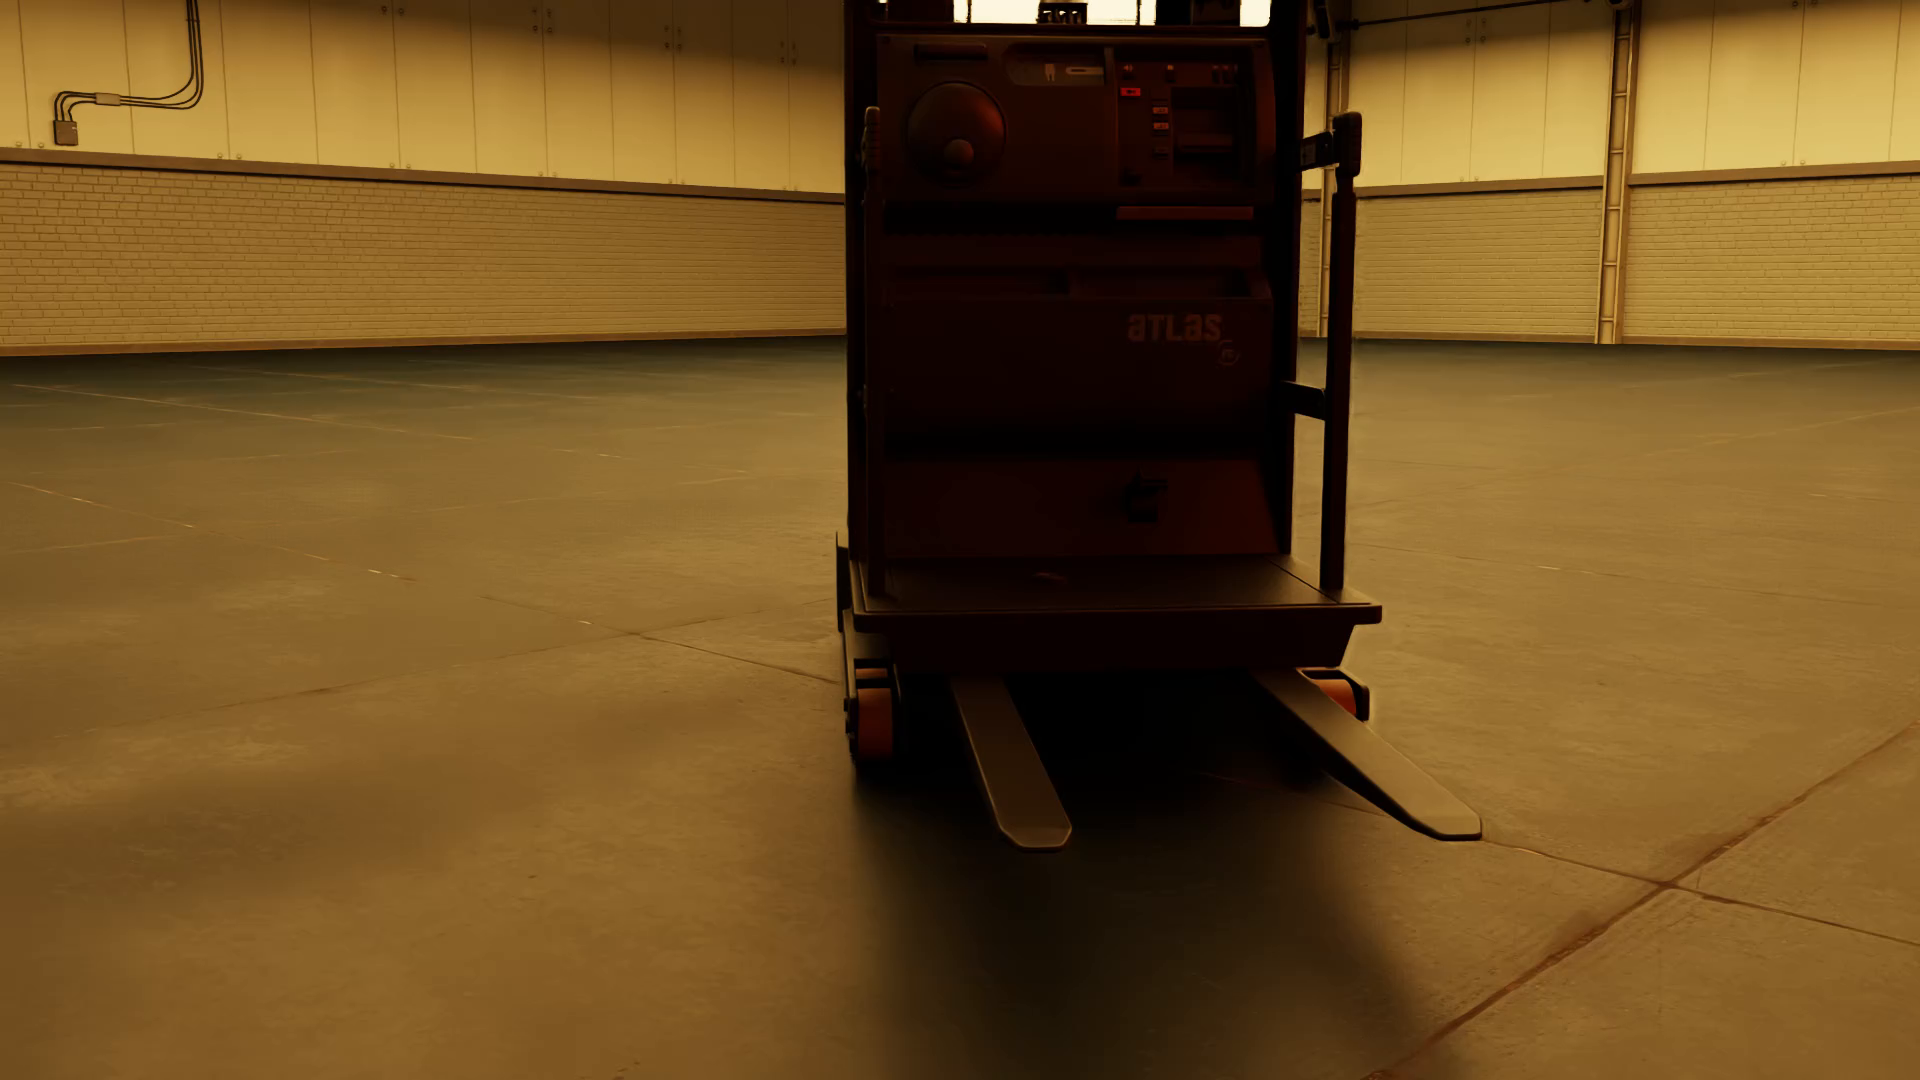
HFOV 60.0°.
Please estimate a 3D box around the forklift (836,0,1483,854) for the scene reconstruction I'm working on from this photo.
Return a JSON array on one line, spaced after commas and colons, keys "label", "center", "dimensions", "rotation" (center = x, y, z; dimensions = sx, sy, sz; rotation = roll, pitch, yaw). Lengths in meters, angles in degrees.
[{"label": "forklift", "center": [0.291, -1.023, 3.669], "dimensions": [1.130, 2.935, 3.031], "rotation": [-1, 9, -5]}]
